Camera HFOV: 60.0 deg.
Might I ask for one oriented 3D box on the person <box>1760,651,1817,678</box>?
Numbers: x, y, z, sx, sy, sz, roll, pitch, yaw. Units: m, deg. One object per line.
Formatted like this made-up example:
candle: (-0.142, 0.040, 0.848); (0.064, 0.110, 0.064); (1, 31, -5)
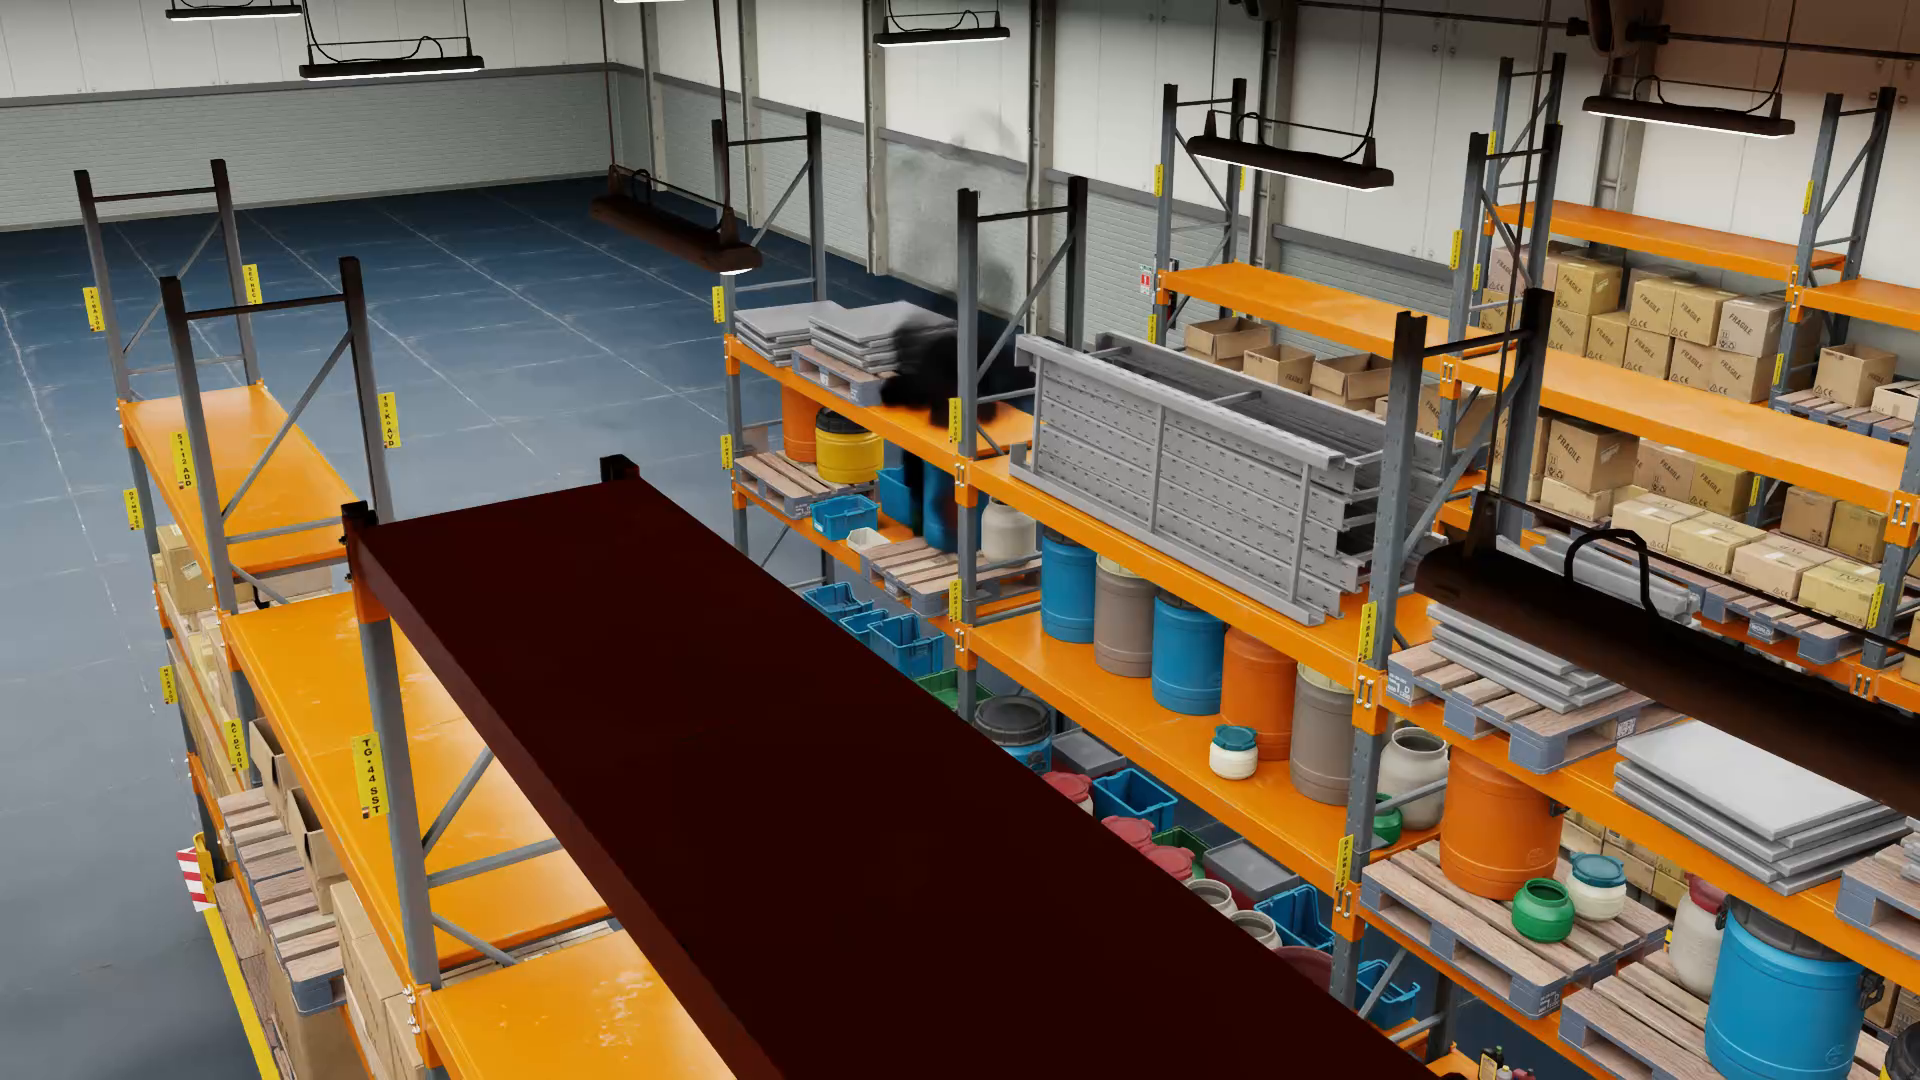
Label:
person: (7.564, 1.418, 15.469); (0.666, 1.746, 0.759); (-19, 29, -39)
